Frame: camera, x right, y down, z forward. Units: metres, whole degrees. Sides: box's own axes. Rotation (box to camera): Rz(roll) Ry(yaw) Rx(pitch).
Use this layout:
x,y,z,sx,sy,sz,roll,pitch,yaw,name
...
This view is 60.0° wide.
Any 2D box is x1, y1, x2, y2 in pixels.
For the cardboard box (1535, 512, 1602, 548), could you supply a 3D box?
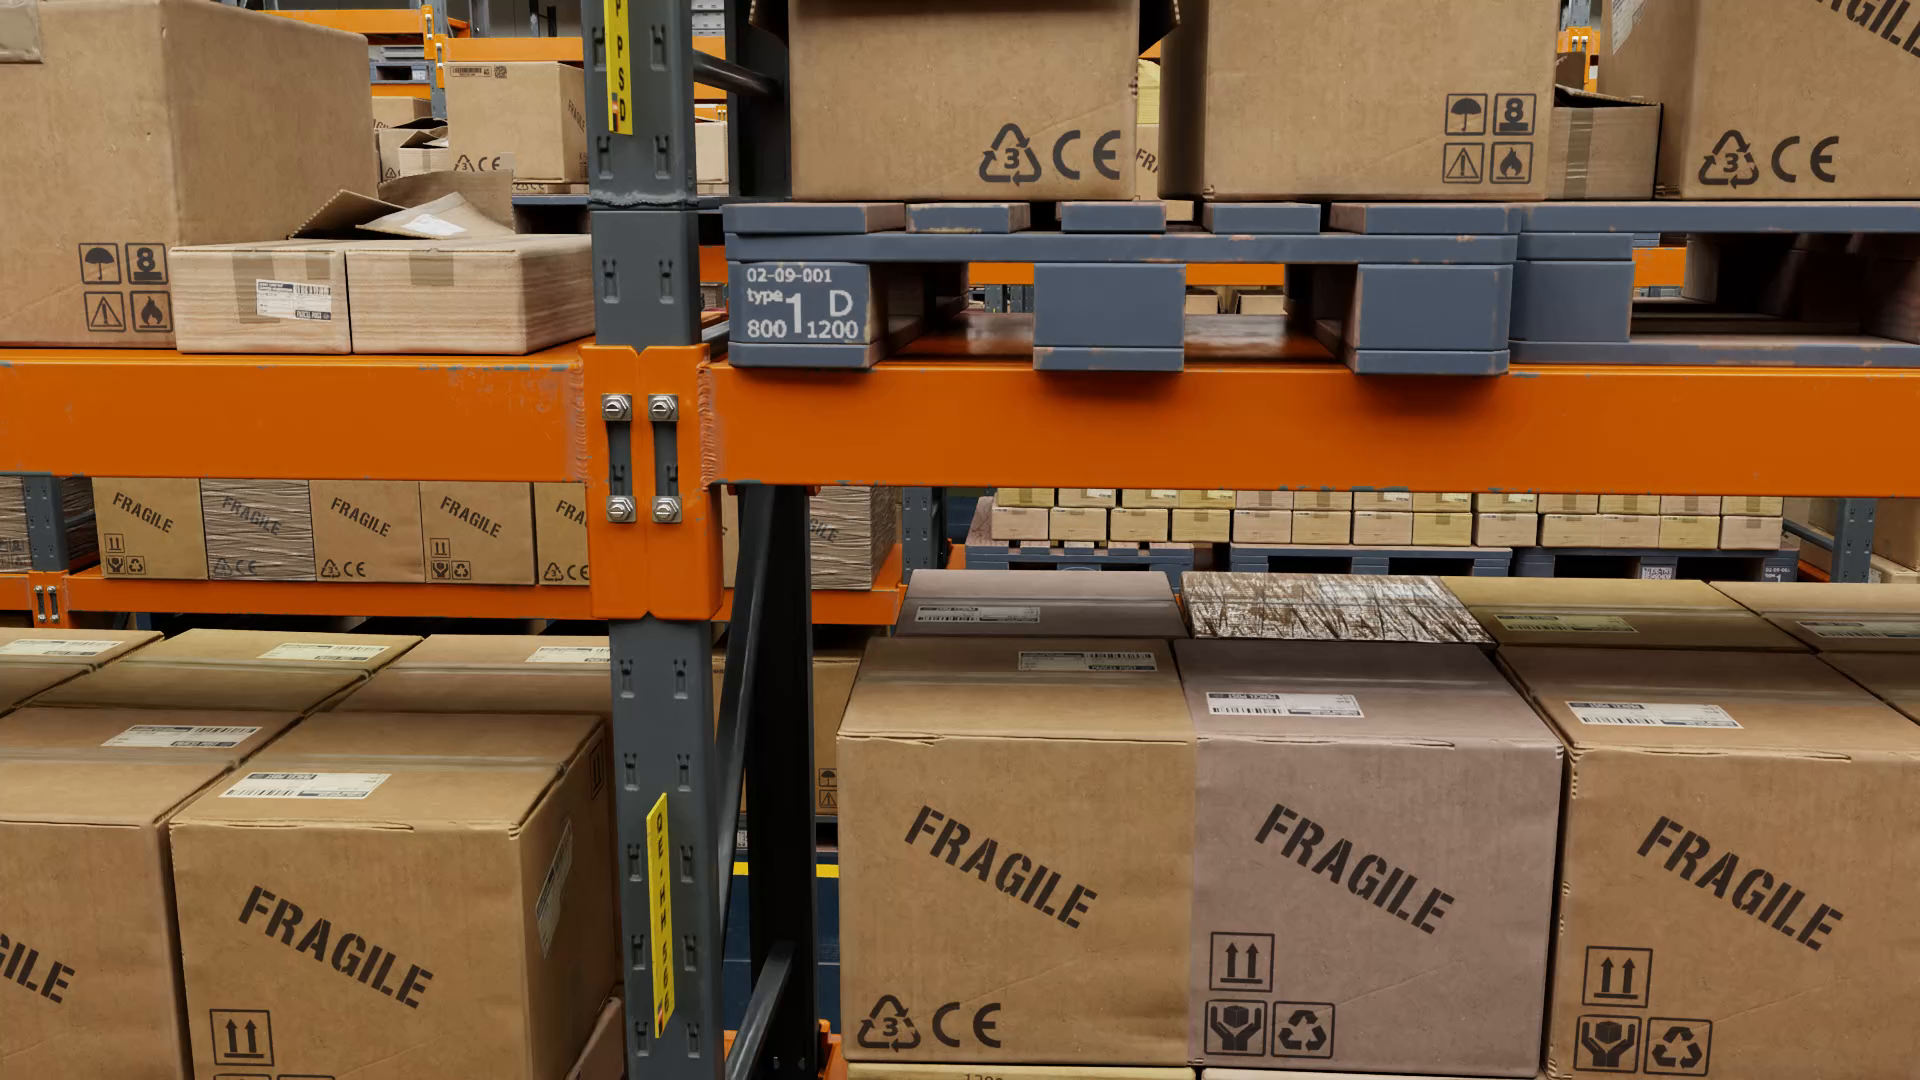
x,y,z,sx,sy,sz,roll,pitch,yaw,name
2.665,-0.078,7.401,0.250,0.149,0.380,0,12,1,cardboard box

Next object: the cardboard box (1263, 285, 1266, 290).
x,y,z,sx,sy,sz,roll,pitch,yaw,name
4.780,-4.226,26.626,0.500,0.500,0.500,1,12,3,cardboard box

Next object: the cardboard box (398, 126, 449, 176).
x,y,z,sx,sy,sz,roll,pitch,yaw,name
-2.297,-1.717,7.382,0.258,0.266,0.396,1,12,4,cardboard box

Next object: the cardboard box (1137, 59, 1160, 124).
x,y,z,sx,sy,sz,roll,pitch,yaw,name
0.741,-1.897,7.071,0.258,0.266,0.396,1,12,4,cardboard box

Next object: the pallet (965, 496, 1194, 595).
x,y,z,sx,sy,sz,roll,pitch,yaw,name
0.560,0.008,7.873,1.003,0.211,1.213,1,12,4,pallet

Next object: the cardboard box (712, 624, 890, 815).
x,y,z,sx,sy,sz,roll,pitch,yaw,name
-0.760,0.795,8.111,0.750,0.750,1.050,1,12,3,cardboard box

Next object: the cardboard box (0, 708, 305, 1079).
x,y,z,sx,sy,sz,roll,pitch,yaw,name
-1.377,0.584,2.653,0.500,0.500,0.500,1,12,3,cardboard box

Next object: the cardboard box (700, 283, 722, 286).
x,y,z,sx,sy,sz,roll,pitch,yaw,name
-3.337,-3.491,22.302,0.250,0.149,0.380,1,12,4,cardboard box

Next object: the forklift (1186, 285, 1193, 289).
x,y,z,sx,sy,sz,roll,pitch,yaw,name
2.170,-1.412,14.361,3.031,2.935,1.130,1,12,5,forklift

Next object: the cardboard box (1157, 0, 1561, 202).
x,y,z,sx,sy,sz,roll,pitch,yaw,name
0.612,-0.809,2.716,0.500,0.500,0.700,0,12,1,cardboard box

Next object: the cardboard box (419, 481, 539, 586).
x,y,z,sx,sy,sz,roll,pitch,yaw,name
-2.134,-0.094,7.649,0.500,0.500,0.500,1,12,5,cardboard box

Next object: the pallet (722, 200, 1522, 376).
x,y,z,sx,sy,sz,roll,pitch,yaw,name
0.258,-0.439,2.677,1.003,0.211,1.213,1,12,6,pallet

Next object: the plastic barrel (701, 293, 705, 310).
x,y,z,sx,sy,sz,roll,pitch,yaw,name
-3.021,-2.331,17.360,0.708,0.901,0.600,1,12,4,plastic barrel

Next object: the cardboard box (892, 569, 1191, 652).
x,y,z,sx,sy,sz,roll,pitch,yaw,name
0.145,0.354,3.064,0.500,0.500,0.500,0,12,2,cardboard box

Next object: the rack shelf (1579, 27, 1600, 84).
x,y,z,sx,sy,sz,roll,pitch,yaw,name
6.260,-3.392,11.741,4.000,0.370,1.077,1,12,4,rack shelf

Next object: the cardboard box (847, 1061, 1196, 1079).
x,y,z,sx,sy,sz,roll,pitch,yaw,name
0.101,0.825,2.645,0.500,0.250,0.500,1,12,3,cardboard box

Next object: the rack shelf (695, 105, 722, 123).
x,y,z,sx,sy,sz,roll,pitch,yaw,name
-5.047,-5.580,22.201,4.000,0.370,1.077,1,12,4,rack shelf

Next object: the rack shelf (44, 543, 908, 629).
x,y,z,sx,sy,sz,roll,pitch,yaw,name
-2.154,0.251,8.001,4.000,0.370,1.077,1,12,4,rack shelf

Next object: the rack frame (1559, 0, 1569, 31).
x,y,z,sx,sy,sz,roll,pitch,yaw,name
9.249,-6.949,26.009,0.127,3.000,1.000,1,12,4,rack frame

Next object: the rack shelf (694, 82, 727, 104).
x,y,z,sx,sy,sz,roll,pitch,yaw,name
-1.391,-4.514,17.102,4.000,0.370,1.077,1,12,4,rack shelf

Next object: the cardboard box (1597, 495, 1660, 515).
x,y,z,sx,sy,sz,roll,pitch,yaw,name
2.912,-0.220,7.355,0.250,0.149,0.380,1,12,6,cardboard box

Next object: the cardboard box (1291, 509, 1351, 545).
x,y,z,sx,sy,sz,roll,pitch,yaw,name
1.598,-0.092,7.468,0.250,0.149,0.380,1,12,5,cardboard box

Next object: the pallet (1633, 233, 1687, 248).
x,y,z,sx,sy,sz,roll,pitch,yaw,name
3.224,-1.426,7.391,1.003,0.211,1.213,1,12,4,pallet

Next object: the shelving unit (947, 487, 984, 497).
x,y,z,sx,sy,sz,roll,pitch,yaw,name
-0.007,-0.734,14.615,0.755,1.500,0.431,1,12,4,shelving unit

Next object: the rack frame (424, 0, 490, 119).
x,y,z,sx,sy,sz,roll,pitch,yaw,name
-3.717,-4.077,12.281,0.127,3.000,1.000,1,12,4,rack frame

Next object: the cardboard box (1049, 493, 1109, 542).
x,y,z,sx,sy,sz,roll,pitch,yaw,name
0.542,-0.106,7.535,0.250,0.149,0.380,1,12,7,cardboard box

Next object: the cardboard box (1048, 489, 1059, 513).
x,y,z,sx,sy,sz,roll,pitch,yaw,name
0.365,-0.244,8.195,0.250,0.149,0.380,1,12,5,cardboard box

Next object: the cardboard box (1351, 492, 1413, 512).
x,y,z,sx,sy,sz,roll,pitch,yaw,name
1.865,-0.234,7.424,0.250,0.149,0.380,1,12,6,cardboard box

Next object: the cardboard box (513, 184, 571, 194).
x,y,z,sx,sy,sz,roll,pitch,yaw,name
-3.255,-2.838,12.407,0.637,0.503,0.797,0,12,1,cardboard box

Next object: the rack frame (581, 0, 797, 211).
x,y,z,sx,sy,sz,roll,pitch,yaw,name
-0.388,-1.998,2.341,0.127,3.000,1.000,1,12,4,rack frame

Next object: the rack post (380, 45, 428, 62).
x,y,z,sx,sy,sz,roll,pitch,yaw,name
-5.442,-5.087,17.291,0.954,0.300,0.937,1,12,3,rack post

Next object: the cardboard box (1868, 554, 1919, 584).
x,y,z,sx,sy,sz,roll,pitch,yaw,name
4.093,0.174,7.222,0.250,0.149,0.380,1,12,6,cardboard box

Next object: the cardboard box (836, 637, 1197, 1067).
x,y,z,sx,sy,sz,roll,pitch,yaw,name
0.087,0.457,2.571,0.500,0.500,0.500,0,12,2,cardboard box

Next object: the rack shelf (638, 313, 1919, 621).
x,y,z,sx,sy,sz,roll,pitch,yaw,name
1.607,-0.150,2.591,4.000,0.370,1.077,1,12,4,rack shelf

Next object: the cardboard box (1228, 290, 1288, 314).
x,y,z,sx,sy,sz,roll,pitch,yaw,name
2.322,-1.595,12.374,0.637,0.503,0.797,1,12,6,cardboard box

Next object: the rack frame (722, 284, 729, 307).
x,y,z,sx,sy,sz,roll,pitch,yaw,name
-3.052,-3.164,22.570,0.127,3.000,1.000,1,12,4,rack frame

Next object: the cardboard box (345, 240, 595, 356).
x,y,z,sx,sy,sz,roll,pitch,yaw,name
-0.717,-0.368,2.489,0.250,0.149,0.380,1,12,4,cardboard box

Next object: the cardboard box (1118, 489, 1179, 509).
x,y,z,sx,sy,sz,roll,pitch,yaw,name
0.848,-0.248,7.491,0.250,0.149,0.380,0,12,2,cardboard box

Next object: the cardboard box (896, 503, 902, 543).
x,y,z,sx,sy,sz,roll,pitch,yaw,name
-0.396,-0.083,12.869,0.500,0.500,0.700,0,12,1,cardboard box

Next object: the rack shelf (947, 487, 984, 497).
x,y,z,sx,sy,sz,roll,pitch,yaw,name
-0.007,-0.415,14.682,0.720,0.370,0.431,1,12,4,rack shelf

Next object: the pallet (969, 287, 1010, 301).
x,y,z,sx,sy,sz,roll,pitch,yaw,name
0.549,-4.016,27.108,1.003,0.211,1.213,1,12,4,pallet

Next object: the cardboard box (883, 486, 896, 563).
x,y,z,sx,sy,sz,roll,pitch,yaw,name
-0.588,-0.184,8.079,0.500,0.500,0.500,1,12,4,cardboard box

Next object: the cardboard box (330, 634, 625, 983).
x,y,z,sx,sy,sz,roll,pitch,yaw,name
-0.822,0.485,3.127,0.500,0.500,0.500,0,12,2,cardboard box
